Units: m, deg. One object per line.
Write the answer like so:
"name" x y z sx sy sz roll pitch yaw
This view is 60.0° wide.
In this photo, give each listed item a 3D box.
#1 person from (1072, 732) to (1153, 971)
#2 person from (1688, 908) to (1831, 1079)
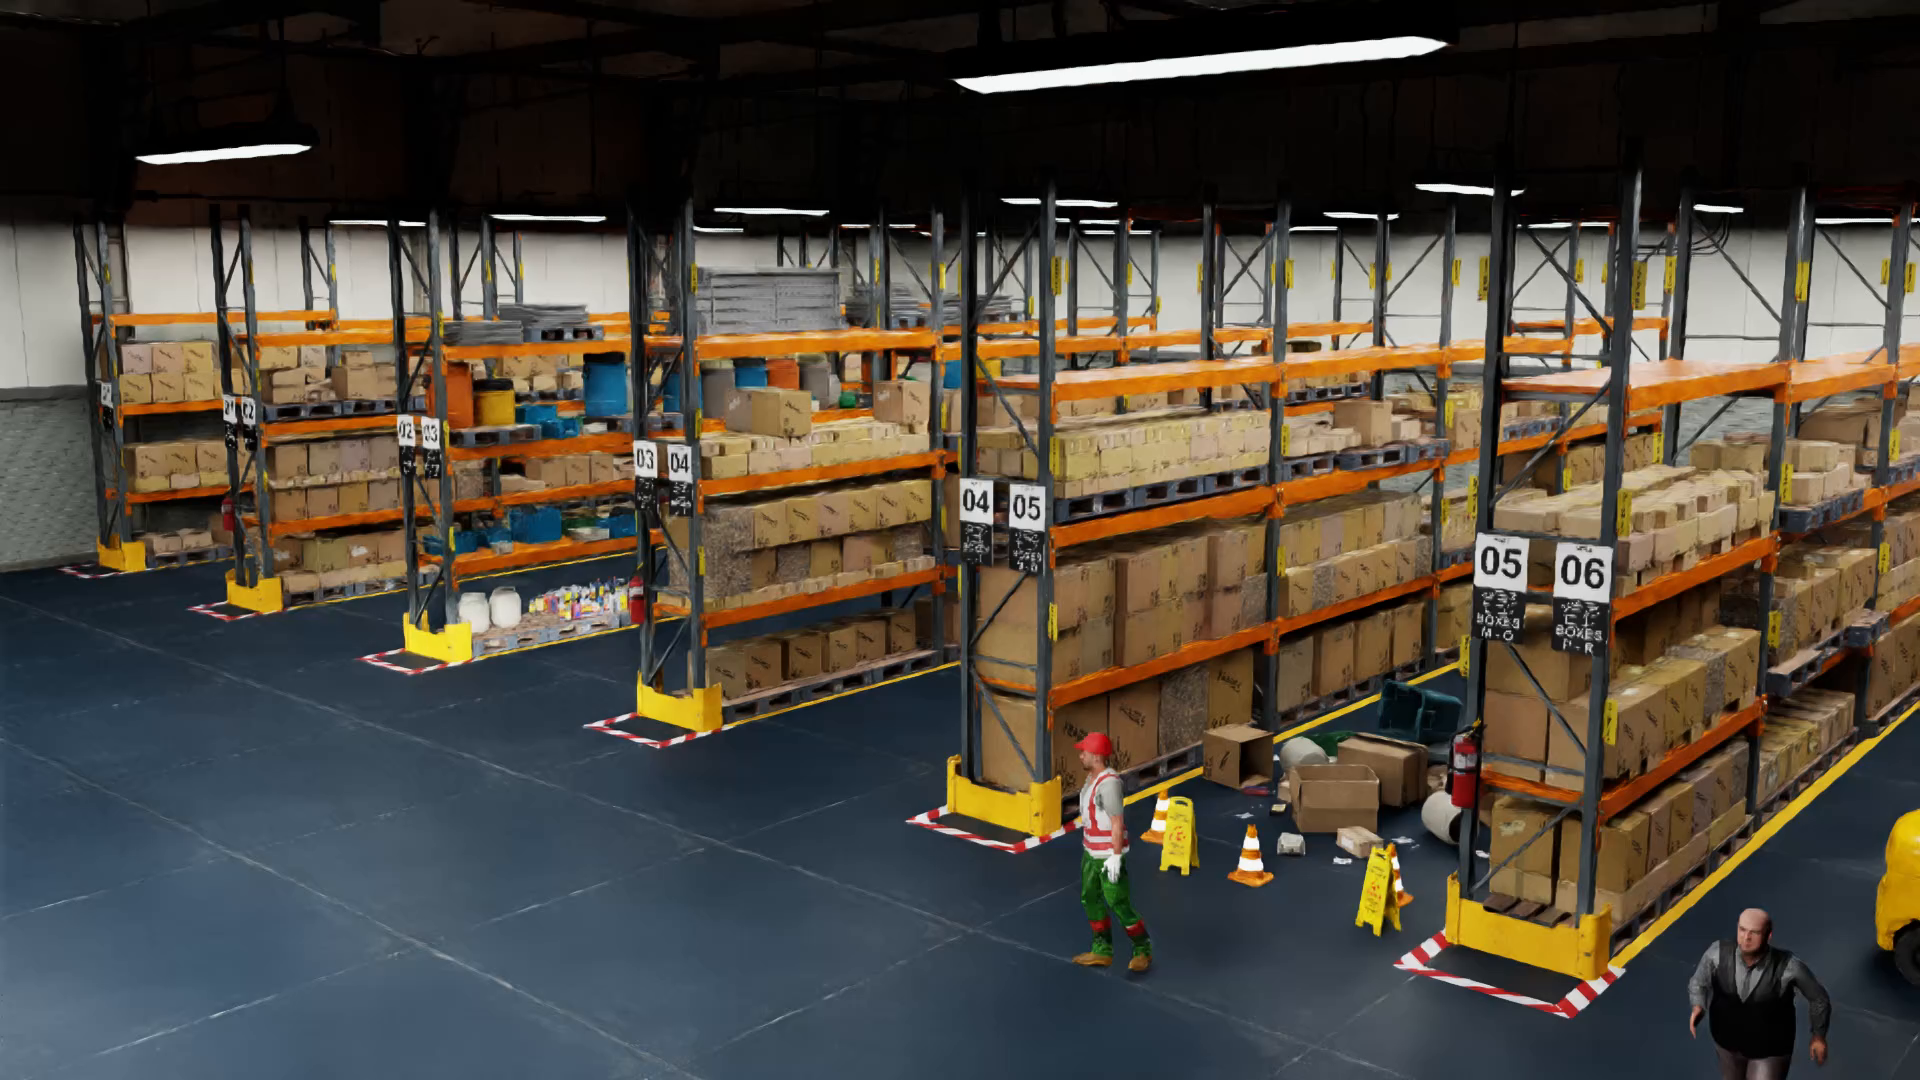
"person" 1.134 2.286 12.252 0.568 1.775 0.579 -2 10 -13
"person" 4.427 2.830 9.311 0.866 1.655 0.680 -9 13 -43
